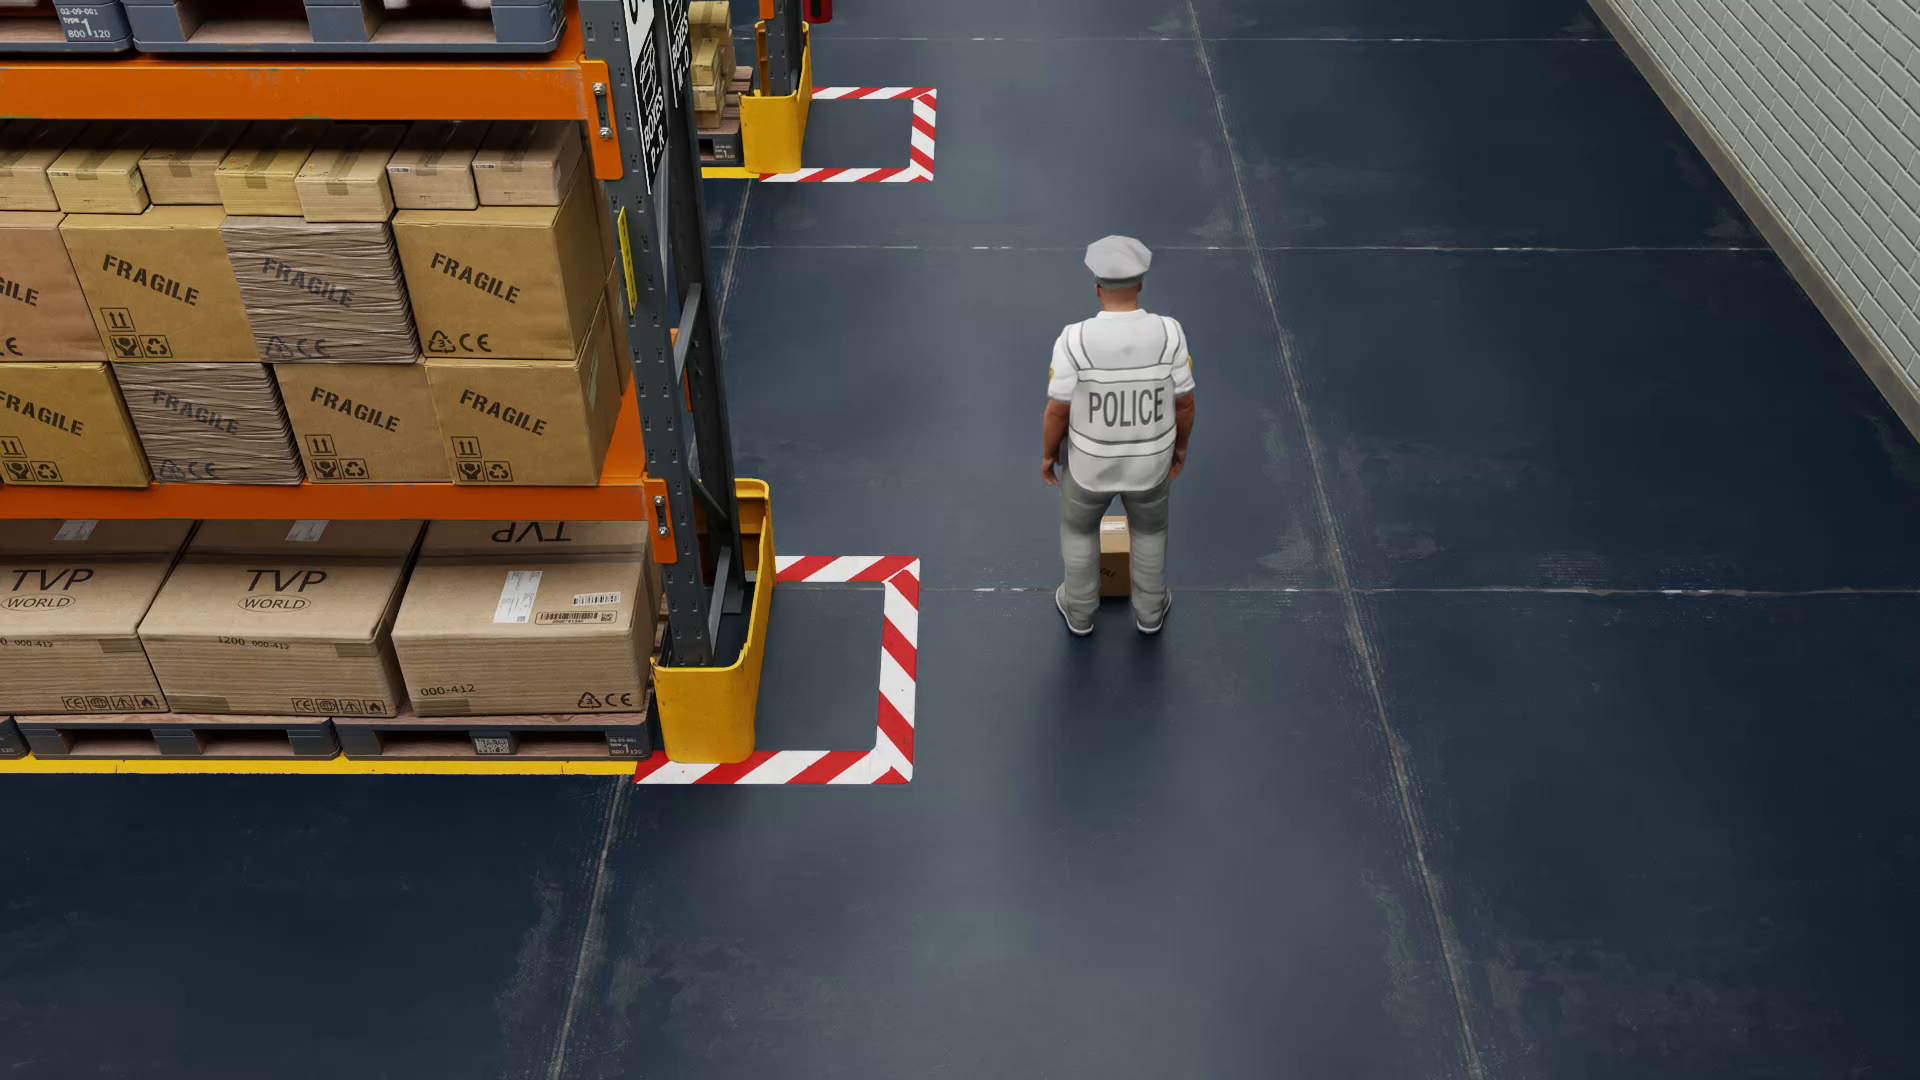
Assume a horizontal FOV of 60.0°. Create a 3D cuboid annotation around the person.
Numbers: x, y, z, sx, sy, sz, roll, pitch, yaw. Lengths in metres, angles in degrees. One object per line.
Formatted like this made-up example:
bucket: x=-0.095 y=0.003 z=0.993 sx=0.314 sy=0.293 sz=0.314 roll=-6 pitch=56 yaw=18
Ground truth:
person: x=0.620 y=-0.334 z=6.557 sx=0.604 sy=1.746 sz=0.442 roll=-2 pitch=39 yaw=-3
